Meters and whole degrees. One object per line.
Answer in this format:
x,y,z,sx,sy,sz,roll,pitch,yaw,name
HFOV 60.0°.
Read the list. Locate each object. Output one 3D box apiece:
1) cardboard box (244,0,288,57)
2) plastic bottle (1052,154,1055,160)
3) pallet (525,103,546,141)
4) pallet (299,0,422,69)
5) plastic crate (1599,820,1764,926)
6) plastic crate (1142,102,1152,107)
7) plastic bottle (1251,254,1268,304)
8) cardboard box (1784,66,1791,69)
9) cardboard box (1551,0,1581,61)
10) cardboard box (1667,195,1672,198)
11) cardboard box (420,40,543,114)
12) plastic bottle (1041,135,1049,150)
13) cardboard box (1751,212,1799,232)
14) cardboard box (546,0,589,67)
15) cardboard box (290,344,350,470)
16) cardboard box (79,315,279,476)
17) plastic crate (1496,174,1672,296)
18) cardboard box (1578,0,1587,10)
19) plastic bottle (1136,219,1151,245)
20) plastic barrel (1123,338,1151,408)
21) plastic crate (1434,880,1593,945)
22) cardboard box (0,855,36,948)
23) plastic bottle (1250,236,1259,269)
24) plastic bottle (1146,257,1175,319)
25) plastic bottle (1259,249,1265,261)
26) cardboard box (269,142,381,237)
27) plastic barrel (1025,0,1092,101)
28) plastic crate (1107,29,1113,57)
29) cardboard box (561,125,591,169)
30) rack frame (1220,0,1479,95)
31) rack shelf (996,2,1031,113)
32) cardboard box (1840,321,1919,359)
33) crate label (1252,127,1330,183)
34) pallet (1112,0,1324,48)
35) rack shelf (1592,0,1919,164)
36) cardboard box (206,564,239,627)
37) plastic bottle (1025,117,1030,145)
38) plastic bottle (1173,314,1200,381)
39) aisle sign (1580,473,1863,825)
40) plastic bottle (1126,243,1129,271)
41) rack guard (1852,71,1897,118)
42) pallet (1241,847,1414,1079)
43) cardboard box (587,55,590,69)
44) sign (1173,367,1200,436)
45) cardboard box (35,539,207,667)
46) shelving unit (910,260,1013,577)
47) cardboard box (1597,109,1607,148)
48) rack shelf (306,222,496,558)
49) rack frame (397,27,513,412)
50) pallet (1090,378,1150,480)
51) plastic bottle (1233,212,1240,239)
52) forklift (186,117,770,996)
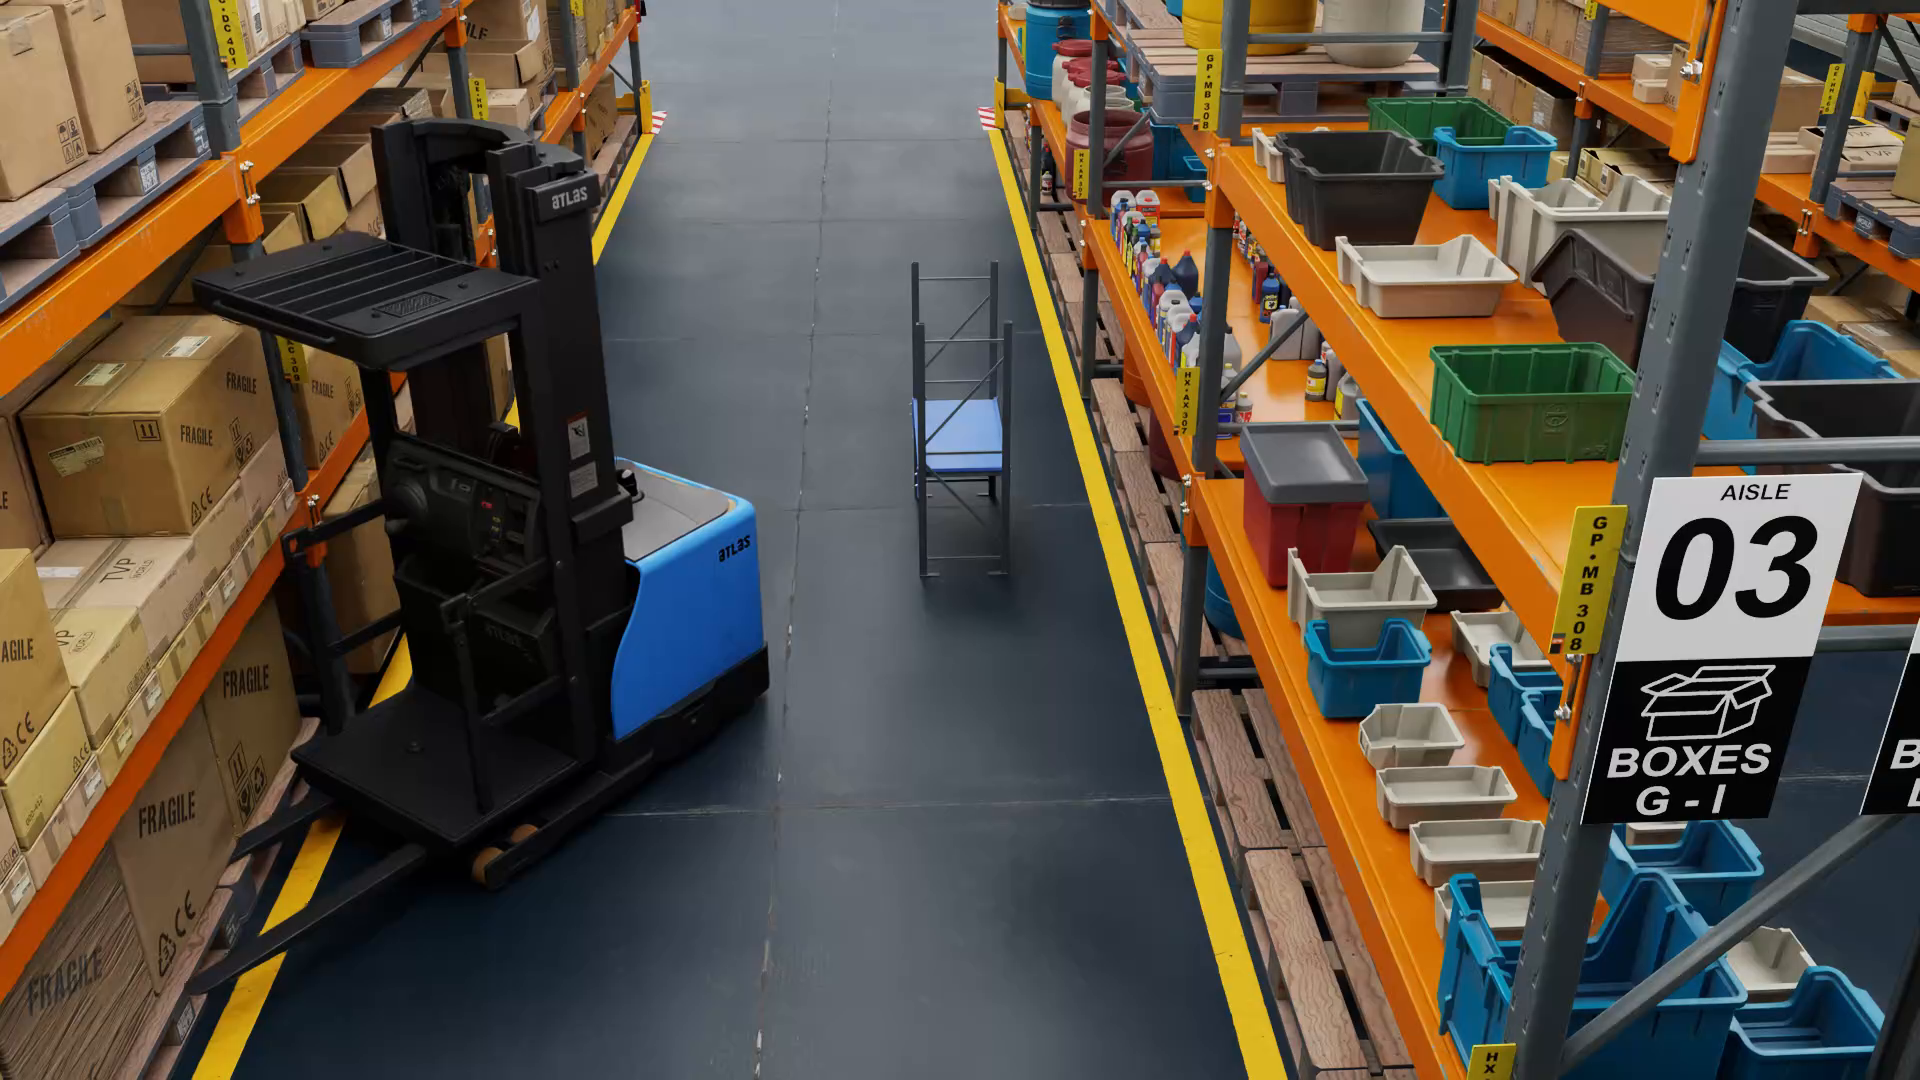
-3.358,-2.370,7.448,0.500,0.311,0.500,-2,28,-4,cardboard box
0.953,-3.580,15.840,0.152,0.276,0.135,-1,28,-3,plastic bottle
-3.744,-3.060,12.580,1.003,0.211,1.213,-1,28,-3,pallet
-3.452,-2.665,8.577,1.003,0.211,1.213,0,28,0,pallet
2.046,0.965,4.772,0.416,0.233,0.300,-1,28,-3,plastic crate
1.567,-3.133,12.444,0.402,0.464,0.583,-1,28,-3,plastic crate
1.719,-1.506,9.520,0.061,0.283,0.133,-1,28,-3,plastic bottle
6.162,-3.531,13.168,0.500,0.500,0.500,-1,28,-3,cardboard box
6.021,-4.809,15.618,0.700,0.500,0.500,-2,28,-3,cardboard box
5.939,-2.625,13.452,0.500,0.311,0.500,-1,28,-1,cardboard box
-3.626,-3.512,12.675,0.797,0.503,0.637,1,28,3,cardboard box
0.789,-3.747,16.079,0.144,0.351,0.185,-2,28,-3,plastic bottle
6.499,-2.412,13.043,0.500,0.311,0.500,-2,28,-4,cardboard box
-3.771,-4.464,14.636,0.875,0.500,0.500,-1,28,-3,cardboard box
-3.165,-0.647,7.639,0.500,0.500,0.500,-1,28,-2,cardboard box
-3.100,-0.576,6.641,0.500,0.500,0.500,-1,28,-1,cardboard box
1.957,-0.965,5.241,0.437,0.282,0.530,-1,28,-3,plastic crate
5.845,-4.883,15.059,0.380,0.149,0.250,-2,28,-4,cardboard box
1.110,-1.820,10.135,0.097,0.271,0.097,0,28,0,plastic bottle
1.389,-1.349,10.986,0.600,0.830,0.708,-1,28,-3,plastic barrel
1.541,1.062,4.691,0.396,0.136,0.243,-1,28,-3,plastic crate
-2.914,1.045,4.774,0.380,0.149,0.250,-2,28,-3,cardboard box
1.814,-1.777,10.053,0.097,0.271,0.097,0,28,0,plastic bottle
1.123,-1.407,9.258,0.144,0.351,0.185,-1,28,-3,plastic bottle
1.824,-1.656,9.897,0.097,0.201,0.097,0,28,0,plastic bottle
-3.505,-1.772,8.711,0.797,0.503,0.637,-1,28,-1,cardboard box
0.855,-4.235,14.084,0.600,0.901,0.708,-1,28,-3,plastic barrel
1.237,-4.416,15.040,0.767,0.338,0.504,-1,28,-3,plastic crate
-3.827,-3.607,15.670,0.500,0.500,0.500,7,28,14,cardboard box
1.555,-3.164,6.085,1.000,3.000,0.127,-1,28,-3,rack frame
1.033,-4.803,16.493,1.077,0.370,4.000,-1,28,-3,rack shelf
6.064,-1.097,10.837,0.500,0.500,0.500,-2,28,-5,cardboard box
1.292,-1.484,6.393,0.293,0.136,0.466,-1,28,-3,crate label
1.354,-2.633,8.516,1.003,0.211,1.213,-1,28,-3,pallet
1.660,-1.744,4.573,1.077,0.370,4.000,-1,28,-3,rack shelf
-3.008,0.216,6.363,0.380,0.149,0.250,-1,28,-2,cardboard box
0.712,-4.186,17.007,0.097,0.271,0.097,0,28,0,plastic bottle
1.171,-0.984,8.446,0.144,0.351,0.185,-1,28,-3,plastic bottle
1.475,0.231,3.252,0.394,0.787,0.004,-1,28,-3,aisle sign
1.056,-1.726,10.030,0.097,0.201,0.097,0,28,0,plastic bottle
10.826,-5.141,19.067,1.175,0.500,0.348,-1,28,-3,rack guard
1.699,1.636,6.385,1.003,0.211,1.213,-1,28,-3,pallet
-3.560,-4.304,15.031,0.380,0.149,0.250,-1,28,-3,cardboard box
1.006,-0.614,7.384,0.100,0.325,0.005,-1,28,-3,sign
-3.050,0.223,5.920,0.500,0.250,0.500,-1,28,-2,cardboard box
-0.004,-0.704,9.479,0.538,1.500,1.048,-1,28,-3,shelving unit
6.339,-4.068,16.015,0.500,0.500,0.500,-1,28,-3,cardboard box
-3.495,-0.989,9.180,1.077,0.370,4.000,-1,28,-3,rack shelf
-3.600,-2.231,10.785,1.000,3.000,0.127,-1,28,-3,rack frame
1.429,-0.752,10.963,1.003,0.211,1.213,-1,28,-3,pallet
1.781,-2.033,10.619,0.097,0.201,0.097,0,28,0,plastic bottle
-2.199,-0.098,6.768,1.130,2.935,3.031,18,33,31,forklift
